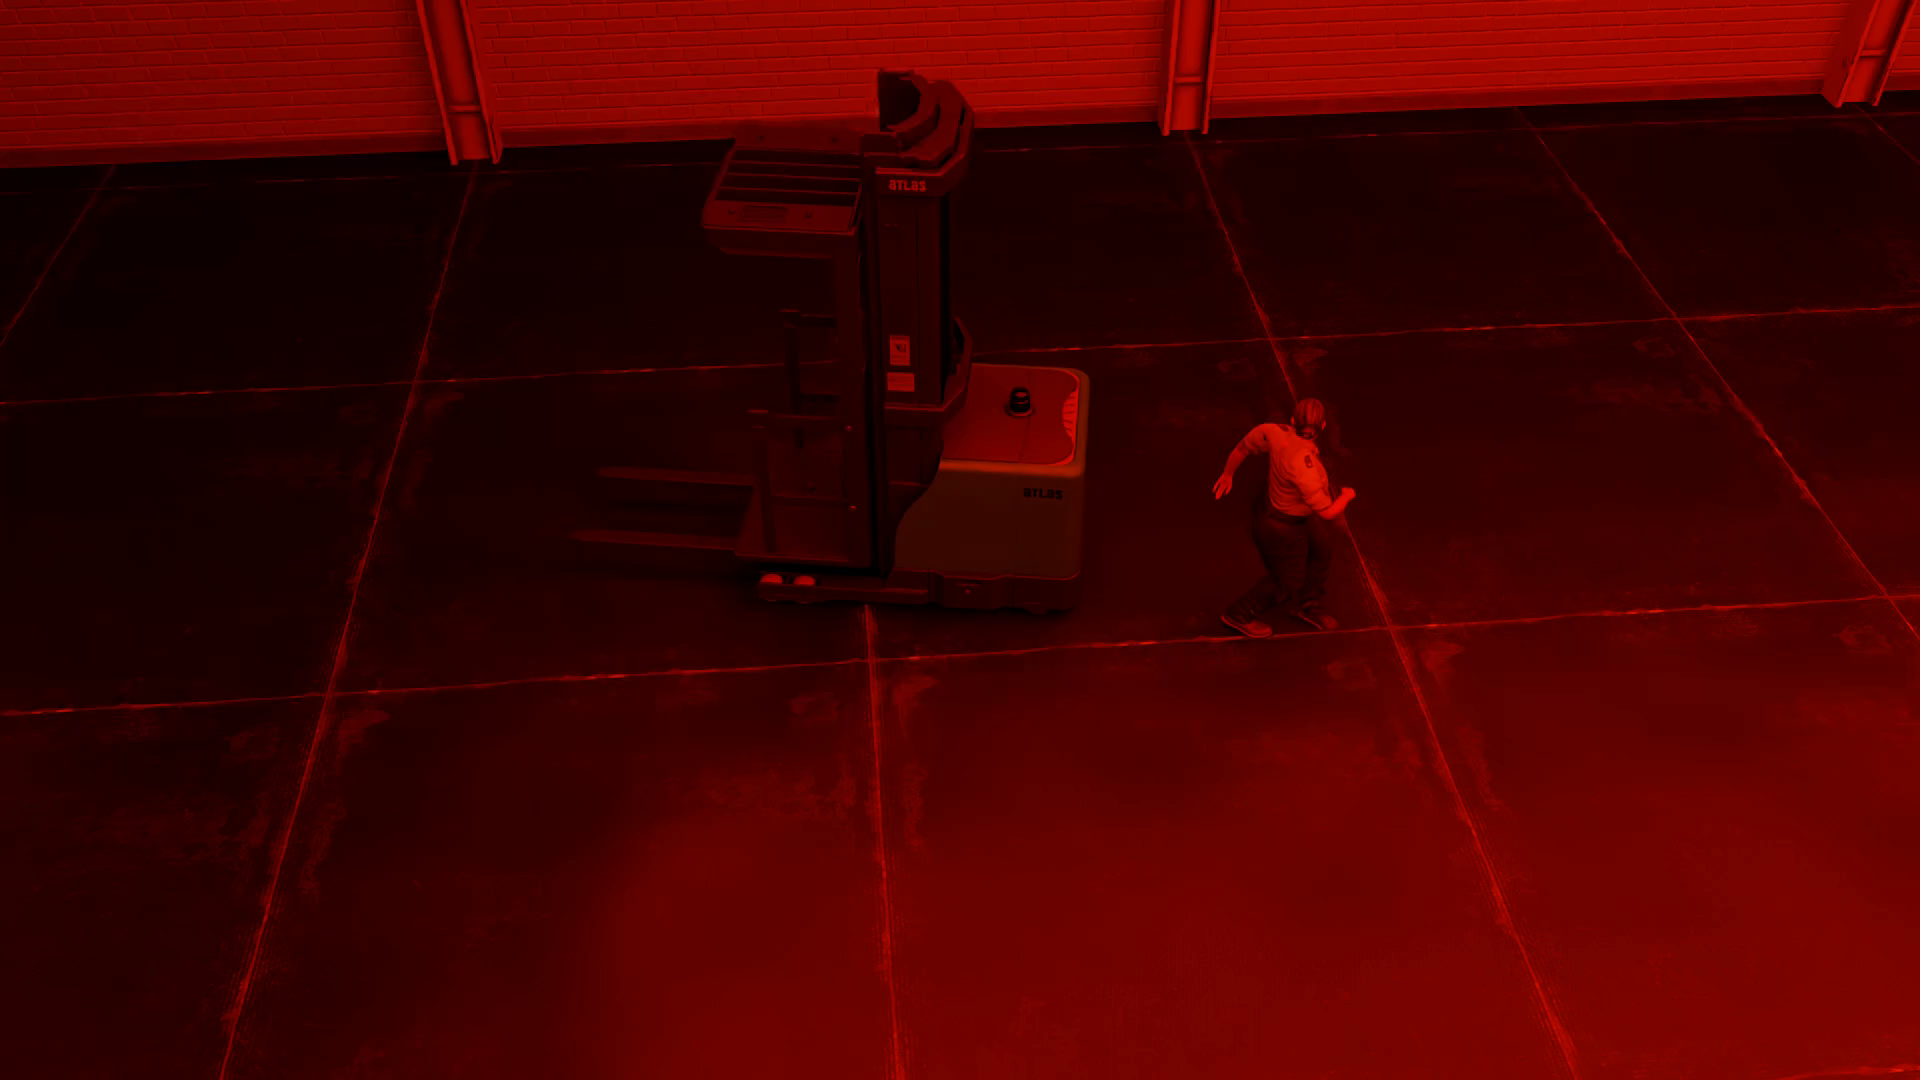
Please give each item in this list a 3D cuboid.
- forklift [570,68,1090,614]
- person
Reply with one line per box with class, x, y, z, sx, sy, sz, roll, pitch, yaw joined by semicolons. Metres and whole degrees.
forklift;-0.775;-1.079;9.200;3.031;2.935;1.130;4;41;4
person;1.802;-0.083;9.113;0.828;1.637;0.502;3;41;4
